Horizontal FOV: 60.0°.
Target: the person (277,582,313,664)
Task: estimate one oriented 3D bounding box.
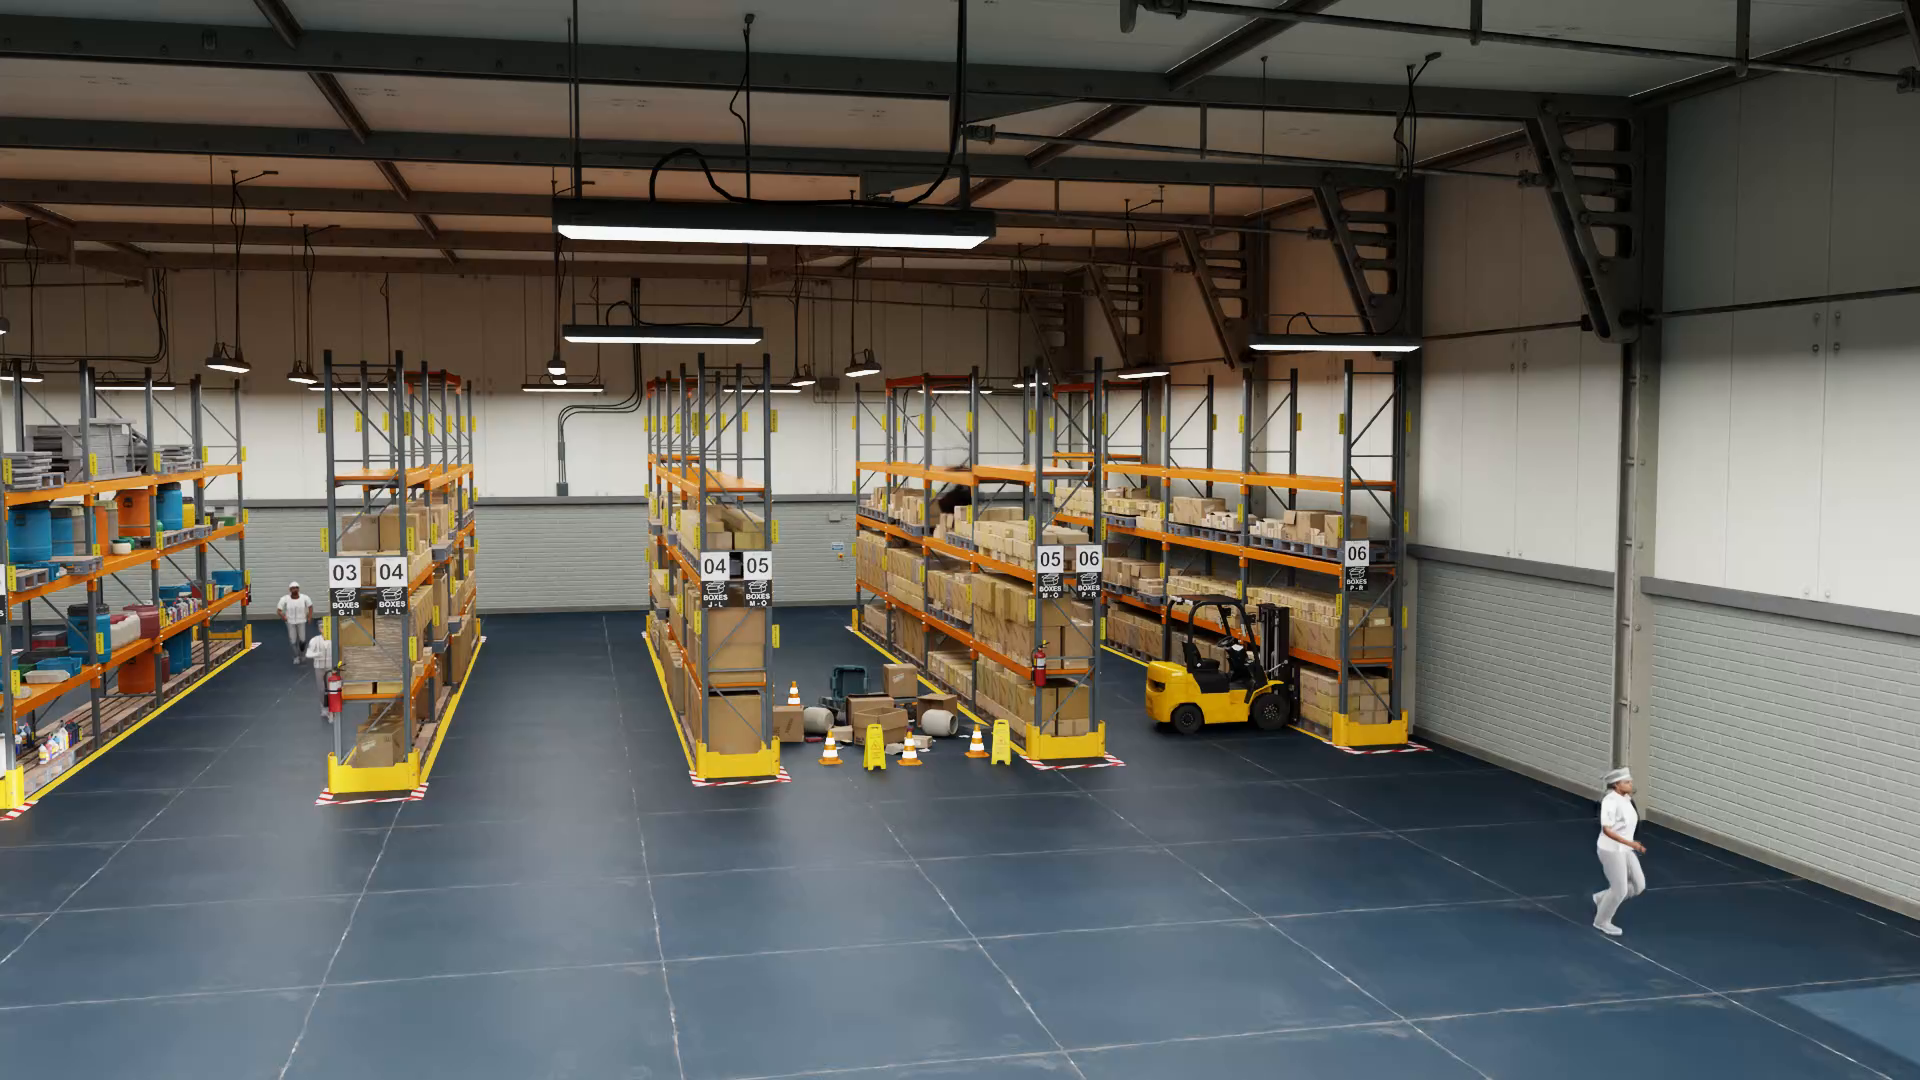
[{"bbox_3d":[-13.817,1.727,34.564,0.706,1.723,0.567,-2,4,-23],"label":"person"}]

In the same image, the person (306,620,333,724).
[{"bbox_3d":[-10.700,2.190,28.047,0.602,1.733,0.812,-2,4,-21],"label":"person"}]

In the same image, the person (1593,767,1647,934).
[{"bbox_3d":[6.504,3.039,16.337,0.546,1.658,0.608,4,5,42],"label":"person"}]
